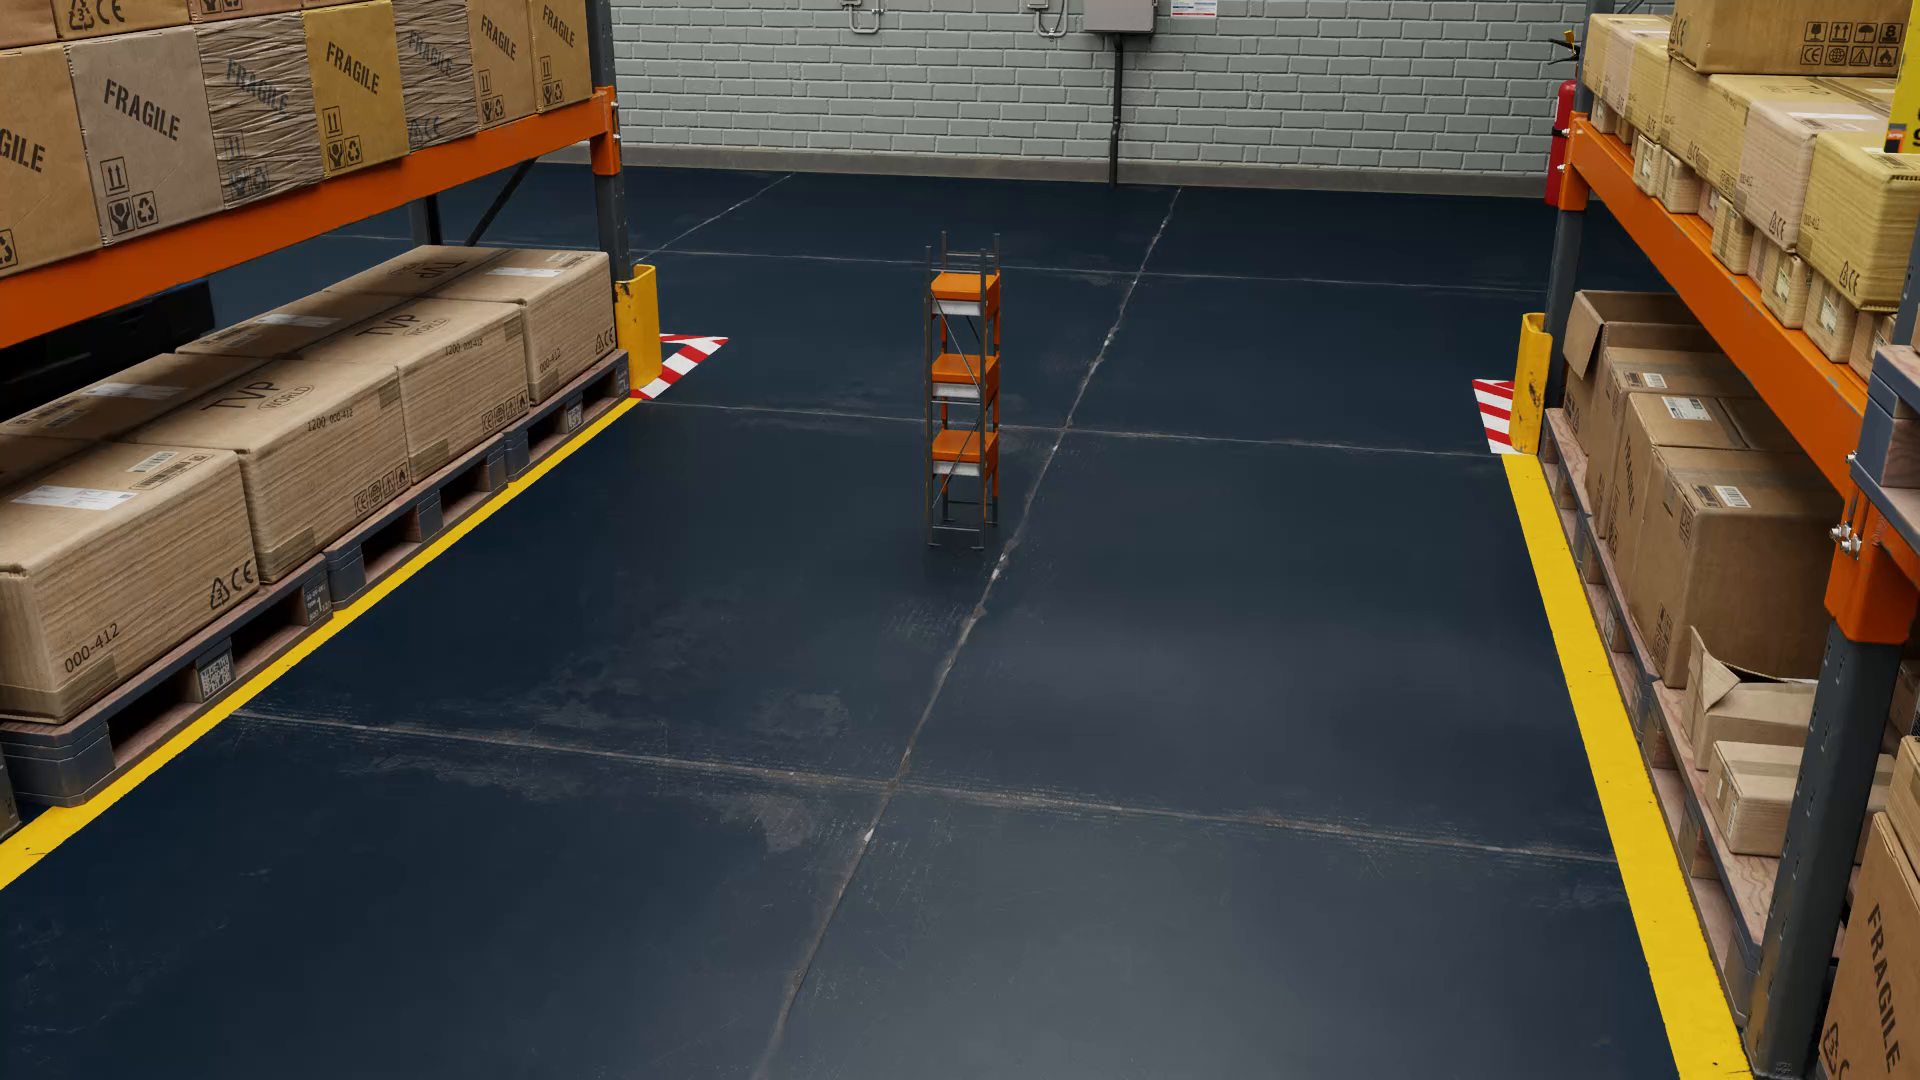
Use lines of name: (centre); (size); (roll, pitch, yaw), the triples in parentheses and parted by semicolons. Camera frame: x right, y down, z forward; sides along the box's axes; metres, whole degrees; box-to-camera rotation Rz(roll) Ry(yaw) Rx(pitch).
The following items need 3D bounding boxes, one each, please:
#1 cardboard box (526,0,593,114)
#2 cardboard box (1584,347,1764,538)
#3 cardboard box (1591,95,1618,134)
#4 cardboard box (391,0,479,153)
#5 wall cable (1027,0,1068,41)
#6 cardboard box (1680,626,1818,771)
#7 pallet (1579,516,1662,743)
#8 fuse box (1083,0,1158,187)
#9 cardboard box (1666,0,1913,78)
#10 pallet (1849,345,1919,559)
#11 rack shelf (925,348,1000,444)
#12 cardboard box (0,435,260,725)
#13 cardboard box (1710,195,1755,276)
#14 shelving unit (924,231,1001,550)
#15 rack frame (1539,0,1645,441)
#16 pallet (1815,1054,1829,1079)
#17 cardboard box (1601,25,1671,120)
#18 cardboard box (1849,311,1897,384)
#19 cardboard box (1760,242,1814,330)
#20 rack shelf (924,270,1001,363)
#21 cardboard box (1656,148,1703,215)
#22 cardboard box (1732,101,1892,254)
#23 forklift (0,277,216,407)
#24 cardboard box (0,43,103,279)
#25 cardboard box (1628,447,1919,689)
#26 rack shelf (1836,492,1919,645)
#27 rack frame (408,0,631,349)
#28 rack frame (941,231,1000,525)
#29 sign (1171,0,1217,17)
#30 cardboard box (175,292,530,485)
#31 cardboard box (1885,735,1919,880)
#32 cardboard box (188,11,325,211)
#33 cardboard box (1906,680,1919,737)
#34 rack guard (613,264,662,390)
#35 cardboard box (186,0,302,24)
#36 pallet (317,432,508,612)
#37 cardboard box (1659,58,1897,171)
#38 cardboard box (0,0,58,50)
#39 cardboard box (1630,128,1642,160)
cardboard box: (-1.834, -2.012, 6.702); (0.500, 0.500, 0.500); (5, 22, 11)
cardboard box: (2.435, -0.295, 5.354); (0.700, 0.500, 0.500); (5, 23, 13)
cardboard box: (2.529, -1.570, 6.073); (0.380, 0.149, 0.250); (4, 22, 11)
cardboard box: (-2.047, -1.641, 5.780); (0.500, 0.500, 0.500); (5, 22, 12)
wall cable: (0.524, -4.594, 11.885); (0.588, 1.984, 0.122); (4, 22, 11)
cardboard box: (1.948, 0.394, 3.958); (0.396, 0.266, 0.258); (5, 23, 13)
pallet: (2.437, 0.272, 4.896); (1.003, 0.211, 1.213); (4, 22, 11)
fuse box: (1.160, -3.416, 12.044); (0.539, 1.711, 0.414); (4, 22, 11)
cardboard box: (2.203, -1.508, 4.381); (0.500, 0.500, 0.500); (5, 22, 12)
pallet: (1.779, 0.050, 1.971); (1.003, 0.211, 1.213); (4, 22, 11)
rack shelf: (0.011, -0.497, 5.710); (0.215, 0.259, 0.240); (4, 22, 11)
cardboard box: (-2.578, 0.072, 4.526); (0.875, 0.438, 0.875); (4, 22, 10)
cardboard box: (2.033, -0.725, 3.976); (0.380, 0.149, 0.250); (4, 22, 10)
shelving unit: (0.011, -0.507, 5.706); (0.215, 1.050, 0.252); (4, 22, 11)
rack frame: (2.865, -1.786, 6.272); (1.000, 3.000, 0.127); (4, 22, 11)
pallet: (1.920, 1.271, 2.415); (1.003, 0.211, 1.213); (4, 22, 11)
cardboard box: (2.406, -1.524, 5.426); (0.500, 0.250, 0.500); (5, 22, 11)
cardboard box: (1.867, -0.342, 3.024); (0.380, 0.149, 0.250); (5, 22, 12)
cardboard box: (1.928, -0.536, 3.505); (0.380, 0.149, 0.250); (5, 22, 12)
rack shelf: (0.011, -0.760, 5.604); (0.215, 0.259, 0.240); (4, 22, 11)
cardboard box: (2.184, -1.005, 4.669); (0.380, 0.149, 0.250); (5, 22, 12)
cardboard box: (2.002, -0.780, 3.579); (0.500, 0.250, 0.500); (5, 22, 11)
forklift: (-4.633, -1.890, 6.622); (1.130, 2.935, 3.031); (7, 23, 16)
cardboard box: (-2.459, -0.898, 3.934); (0.500, 0.500, 0.500); (5, 23, 13)
cardboard box: (2.223, 0.085, 4.412); (0.700, 0.500, 0.500); (4, 22, 9)
rack shelf: (1.641, 0.742, 0.958); (1.077, 0.370, 4.000); (4, 22, 11)
rack frame: (-1.995, -2.163, 7.208); (1.000, 3.000, 0.127); (4, 22, 11)
rack frame: (0.036, -0.551, 5.817); (0.200, 1.050, 0.008); (4, 22, 11)
sign: (1.685, -4.007, 11.915); (0.329, 0.494, 0.001); (4, 22, 11)
cardboard box: (-2.210, -0.585, 6.158); (0.875, 0.438, 0.875); (5, 22, 12)
cardboard box: (1.715, 0.452, 2.632); (0.380, 0.149, 0.250); (6, 23, 13)
cardboard box: (-2.245, -1.263, 4.841); (0.500, 0.500, 0.500); (5, 22, 11)
cardboard box: (2.415, 0.506, 3.619); (0.500, 0.311, 0.500); (5, 23, 13)
rack guard: (-1.990, -1.012, 7.697); (1.175, 0.500, 0.348); (4, 22, 11)
cardboard box: (-2.252, -1.736, 4.678); (0.500, 0.500, 0.500); (5, 22, 12)
pallet: (-2.333, -0.126, 5.884); (1.003, 0.211, 1.213); (4, 22, 11)
cardboard box: (2.222, -1.150, 4.496); (0.500, 0.250, 0.500); (4, 22, 10)
cardboard box: (-2.477, -1.366, 3.757); (0.500, 0.500, 0.500); (5, 22, 11)
cardboard box: (2.392, -1.287, 5.370); (0.380, 0.149, 0.250); (5, 23, 13)
